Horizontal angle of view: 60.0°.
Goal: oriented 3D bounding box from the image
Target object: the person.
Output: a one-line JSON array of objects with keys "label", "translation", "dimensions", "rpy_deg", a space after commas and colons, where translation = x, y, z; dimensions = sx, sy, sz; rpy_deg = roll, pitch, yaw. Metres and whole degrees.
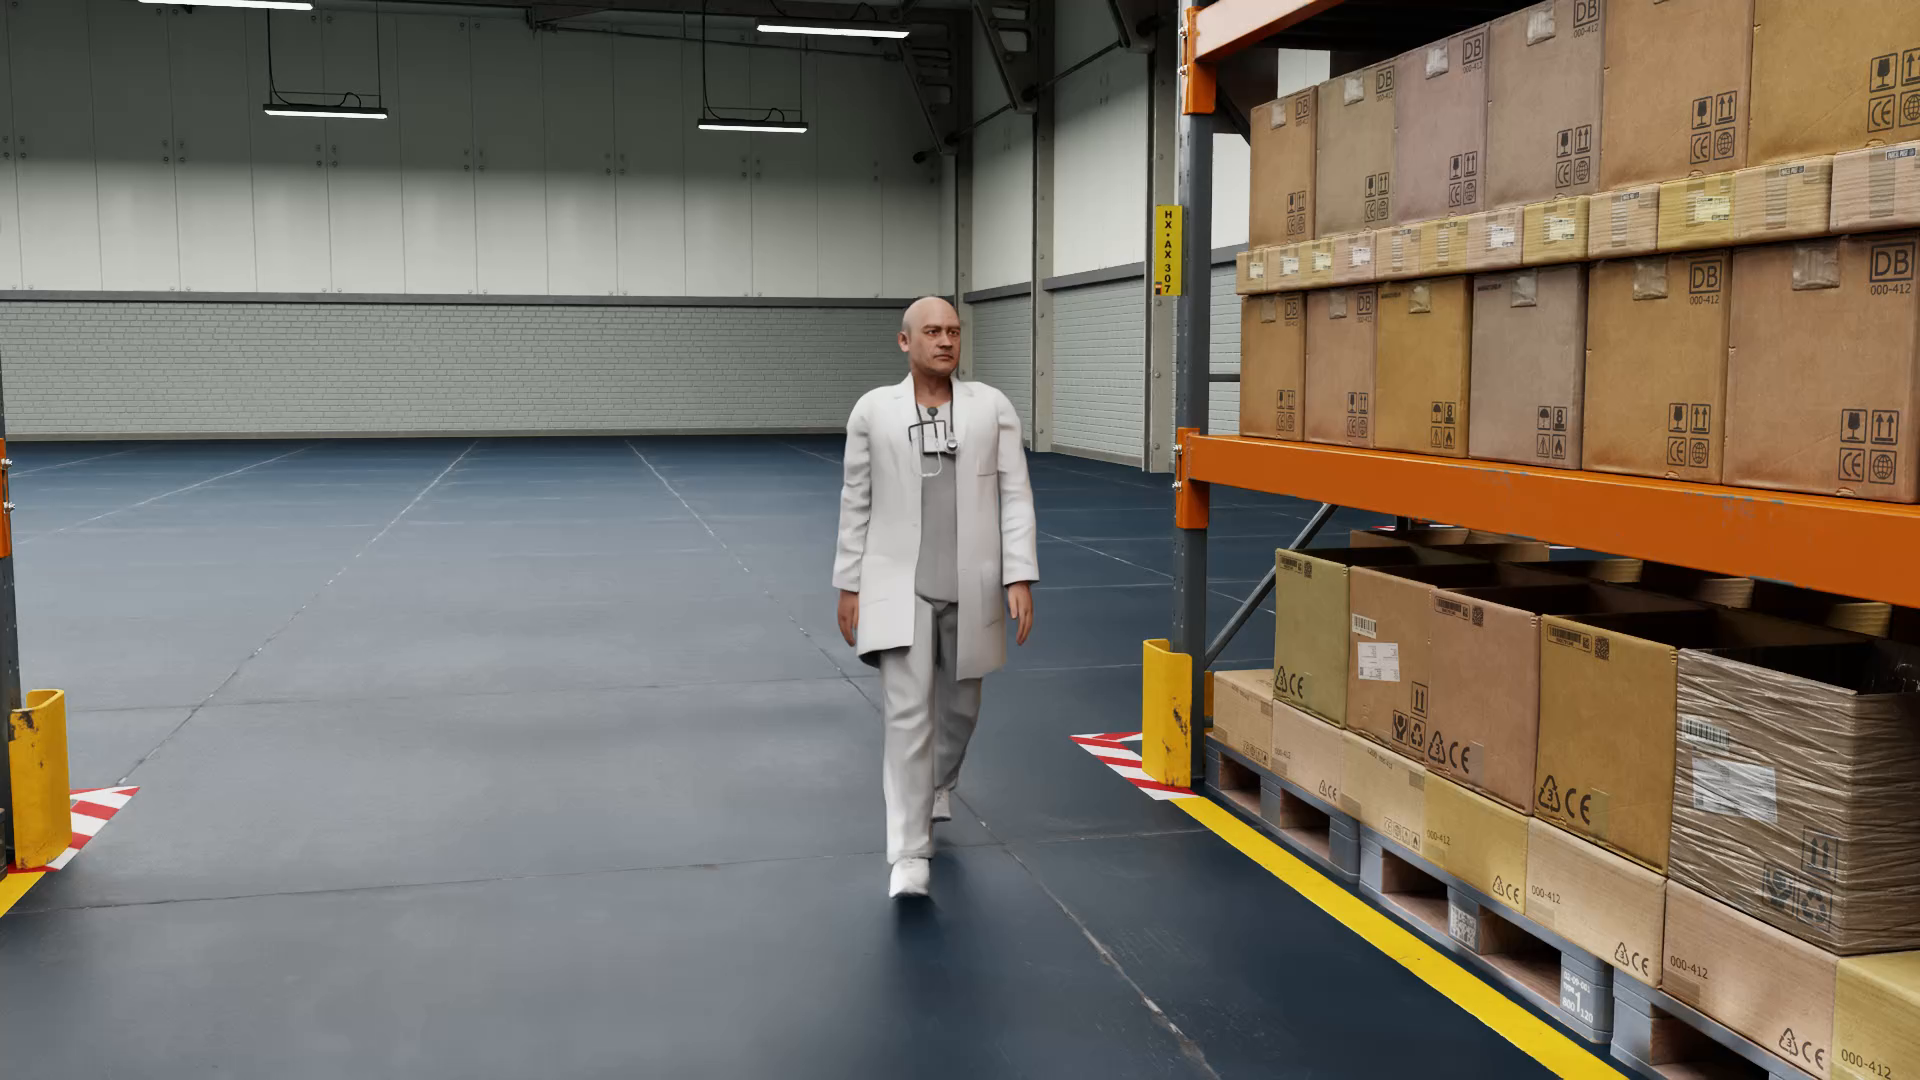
[{"label": "person", "translation": [-0.074, 0.138, 5.060], "dimensions": [0.621, 1.740, 1.072], "rpy_deg": [-1, 6, -7]}]
